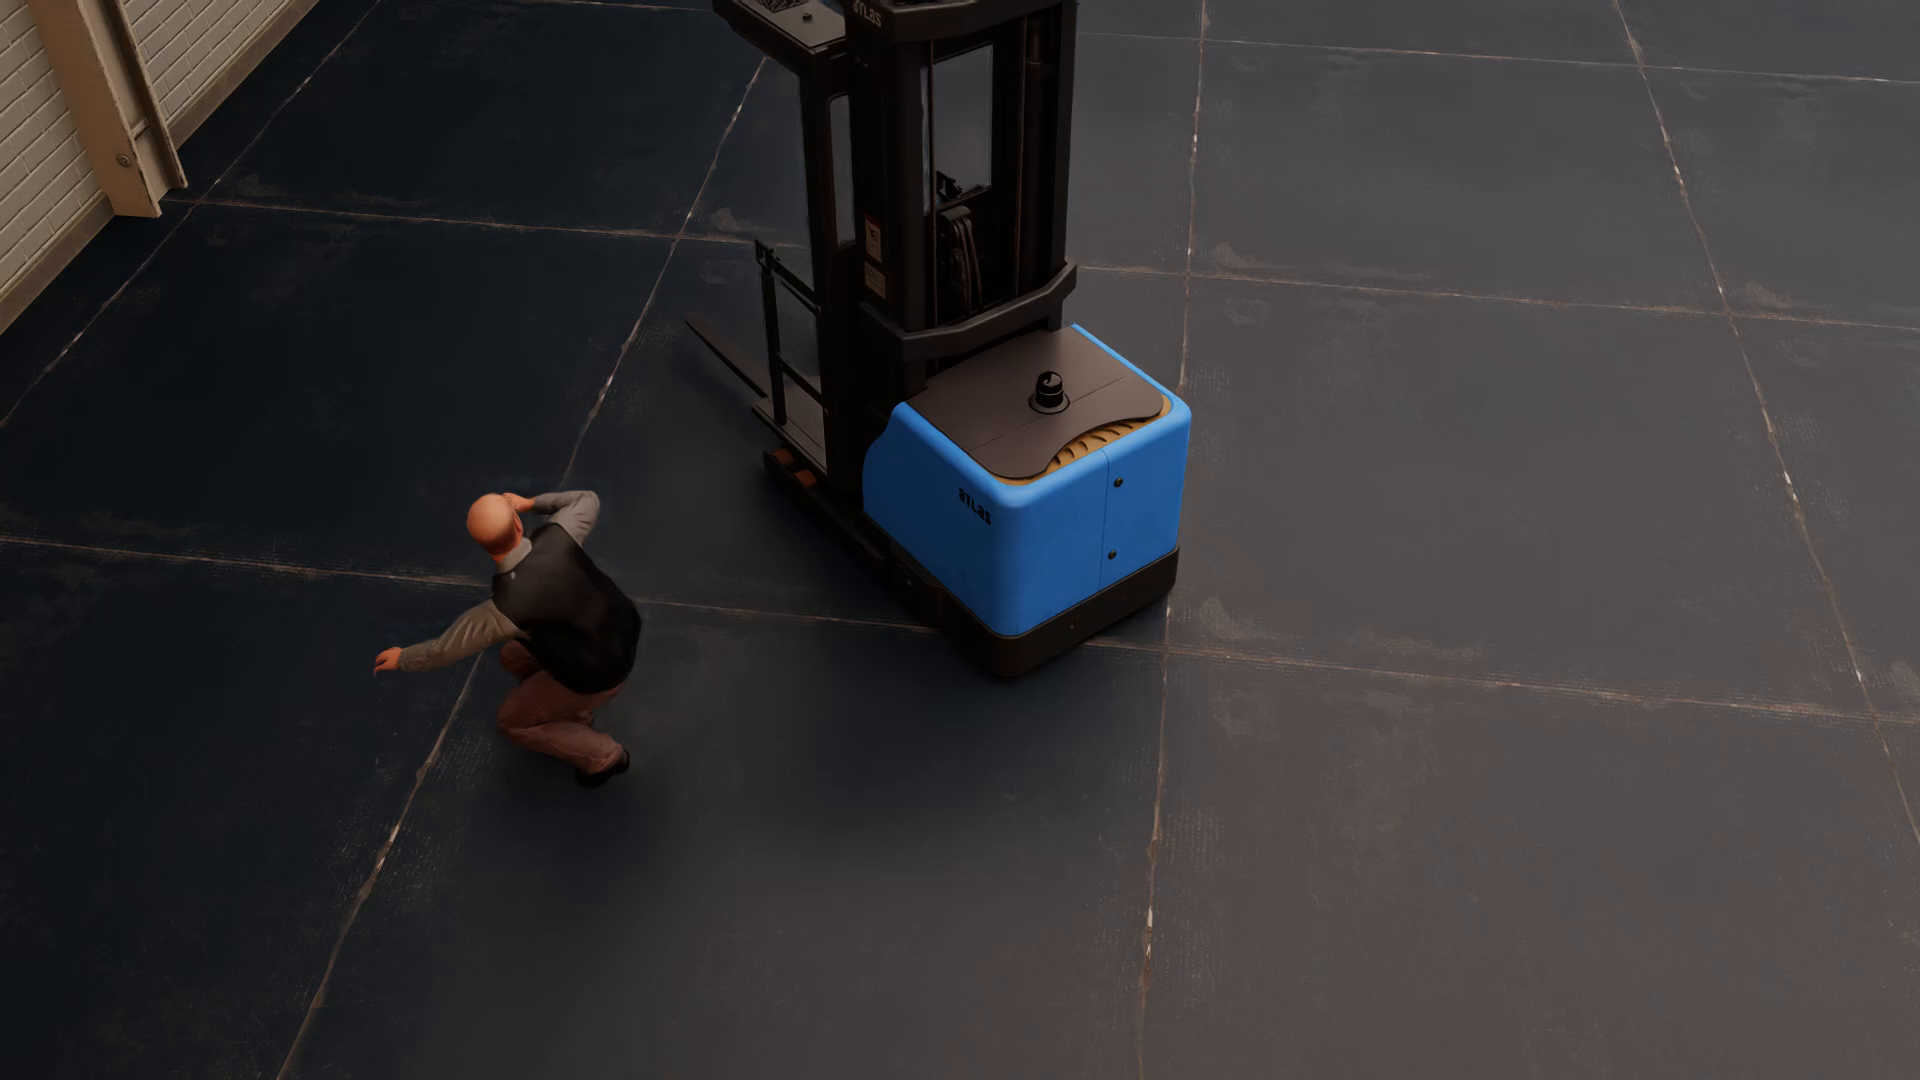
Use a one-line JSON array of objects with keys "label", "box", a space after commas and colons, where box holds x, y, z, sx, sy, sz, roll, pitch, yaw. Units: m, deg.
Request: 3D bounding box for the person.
[{"label": "person", "box": [-2.272, 0.904, 5.640, 0.467, 1.716, 0.699, 25, 48, 25]}]

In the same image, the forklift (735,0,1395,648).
[{"label": "forklift", "box": [0.572, -1.223, 7.055, 3.031, 2.935, 1.130, -14, 44, -15]}]
